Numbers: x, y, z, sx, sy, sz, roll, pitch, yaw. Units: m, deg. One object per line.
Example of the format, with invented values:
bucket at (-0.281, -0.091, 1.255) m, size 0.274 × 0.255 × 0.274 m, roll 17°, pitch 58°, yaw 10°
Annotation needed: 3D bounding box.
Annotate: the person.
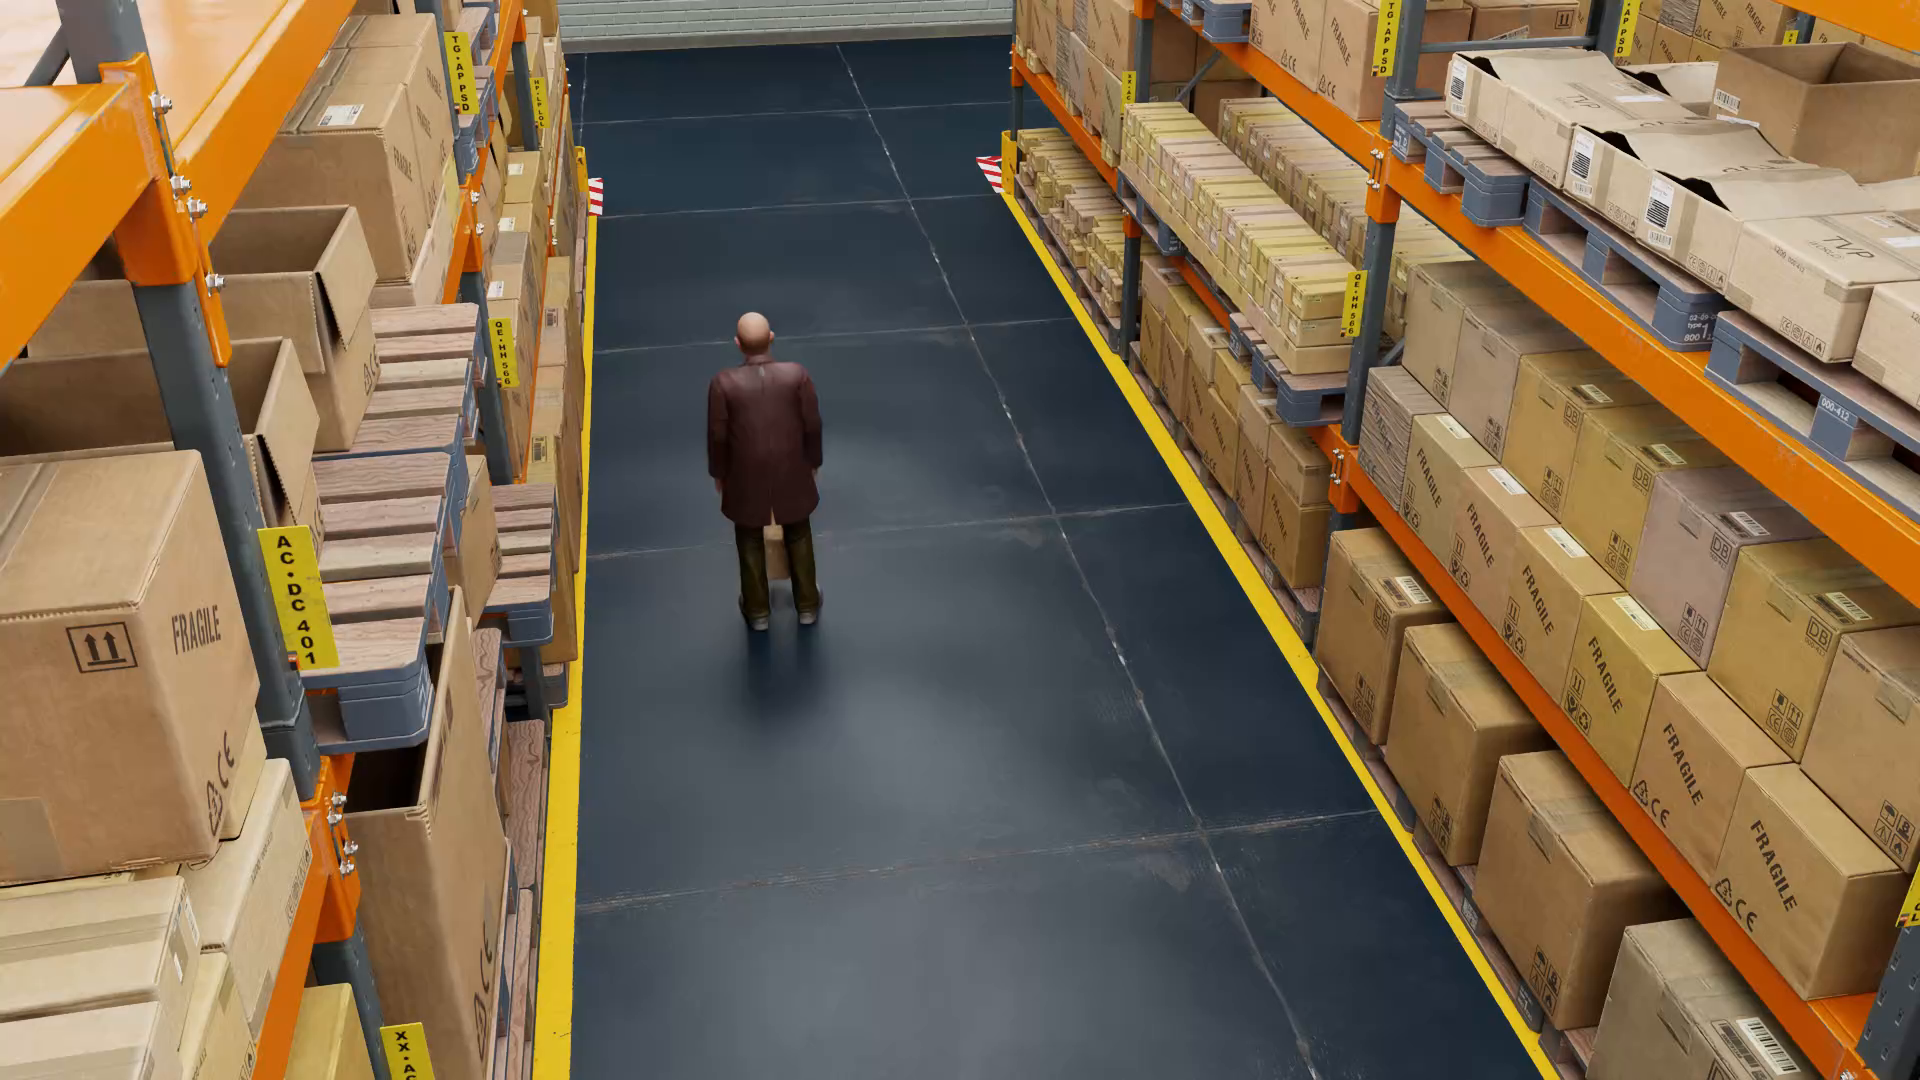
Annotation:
person at (-1.018, -0.352, 8.759) m, size 0.606 × 1.775 × 0.425 m, roll -6°, pitch 31°, yaw -10°
